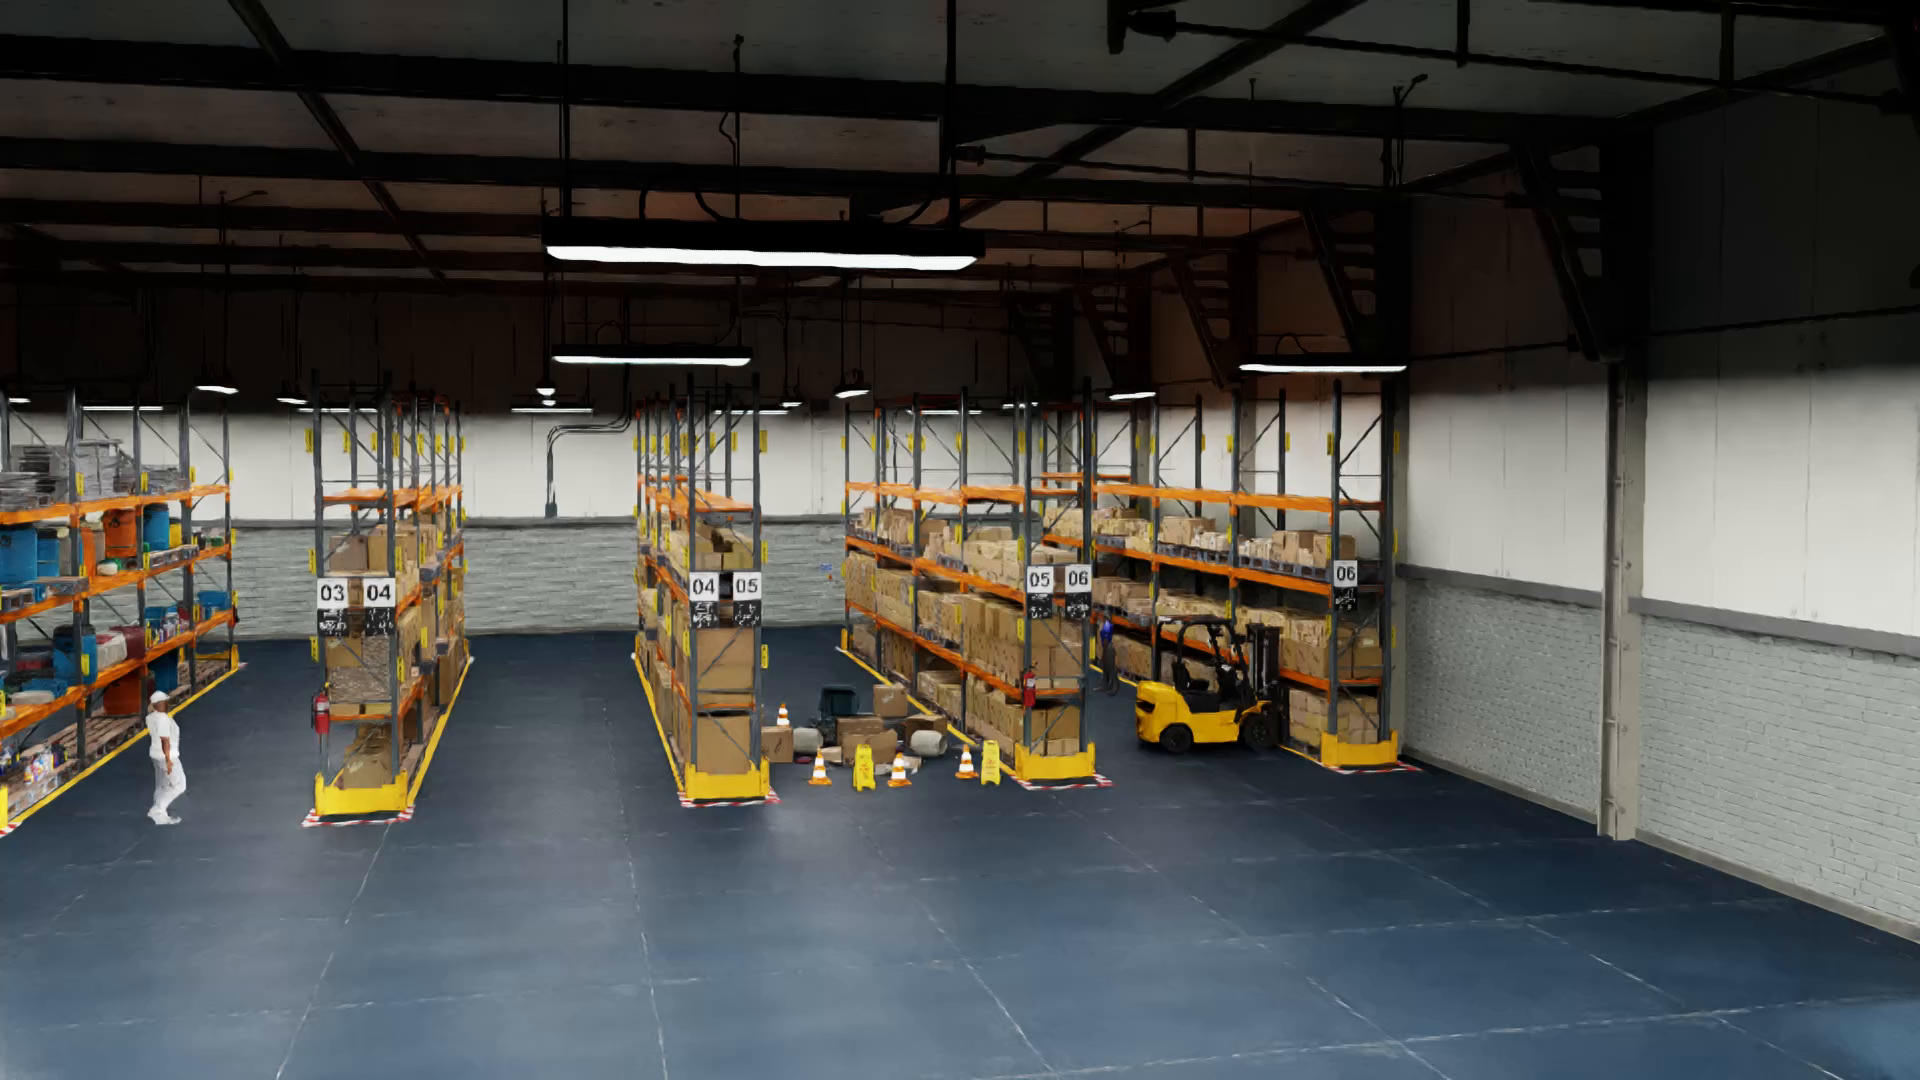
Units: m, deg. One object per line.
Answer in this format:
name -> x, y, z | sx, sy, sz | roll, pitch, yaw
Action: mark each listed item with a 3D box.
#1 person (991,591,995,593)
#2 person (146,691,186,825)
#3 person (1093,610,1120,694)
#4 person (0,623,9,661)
person -> 0.788, 1.811, 39.556 | 0.638, 1.771, 0.709 | 0, 3, -4
person -> -10.447, 2.859, 21.793 | 0.456, 1.762, 0.607 | -3, 5, -43
person -> 2.934, 2.241, 33.391 | 0.549, 1.638, 0.588 | 1, 3, 10
person -> -22.231, 1.982, 38.318 | 0.495, 1.624, 0.938 | -2, 4, -36
